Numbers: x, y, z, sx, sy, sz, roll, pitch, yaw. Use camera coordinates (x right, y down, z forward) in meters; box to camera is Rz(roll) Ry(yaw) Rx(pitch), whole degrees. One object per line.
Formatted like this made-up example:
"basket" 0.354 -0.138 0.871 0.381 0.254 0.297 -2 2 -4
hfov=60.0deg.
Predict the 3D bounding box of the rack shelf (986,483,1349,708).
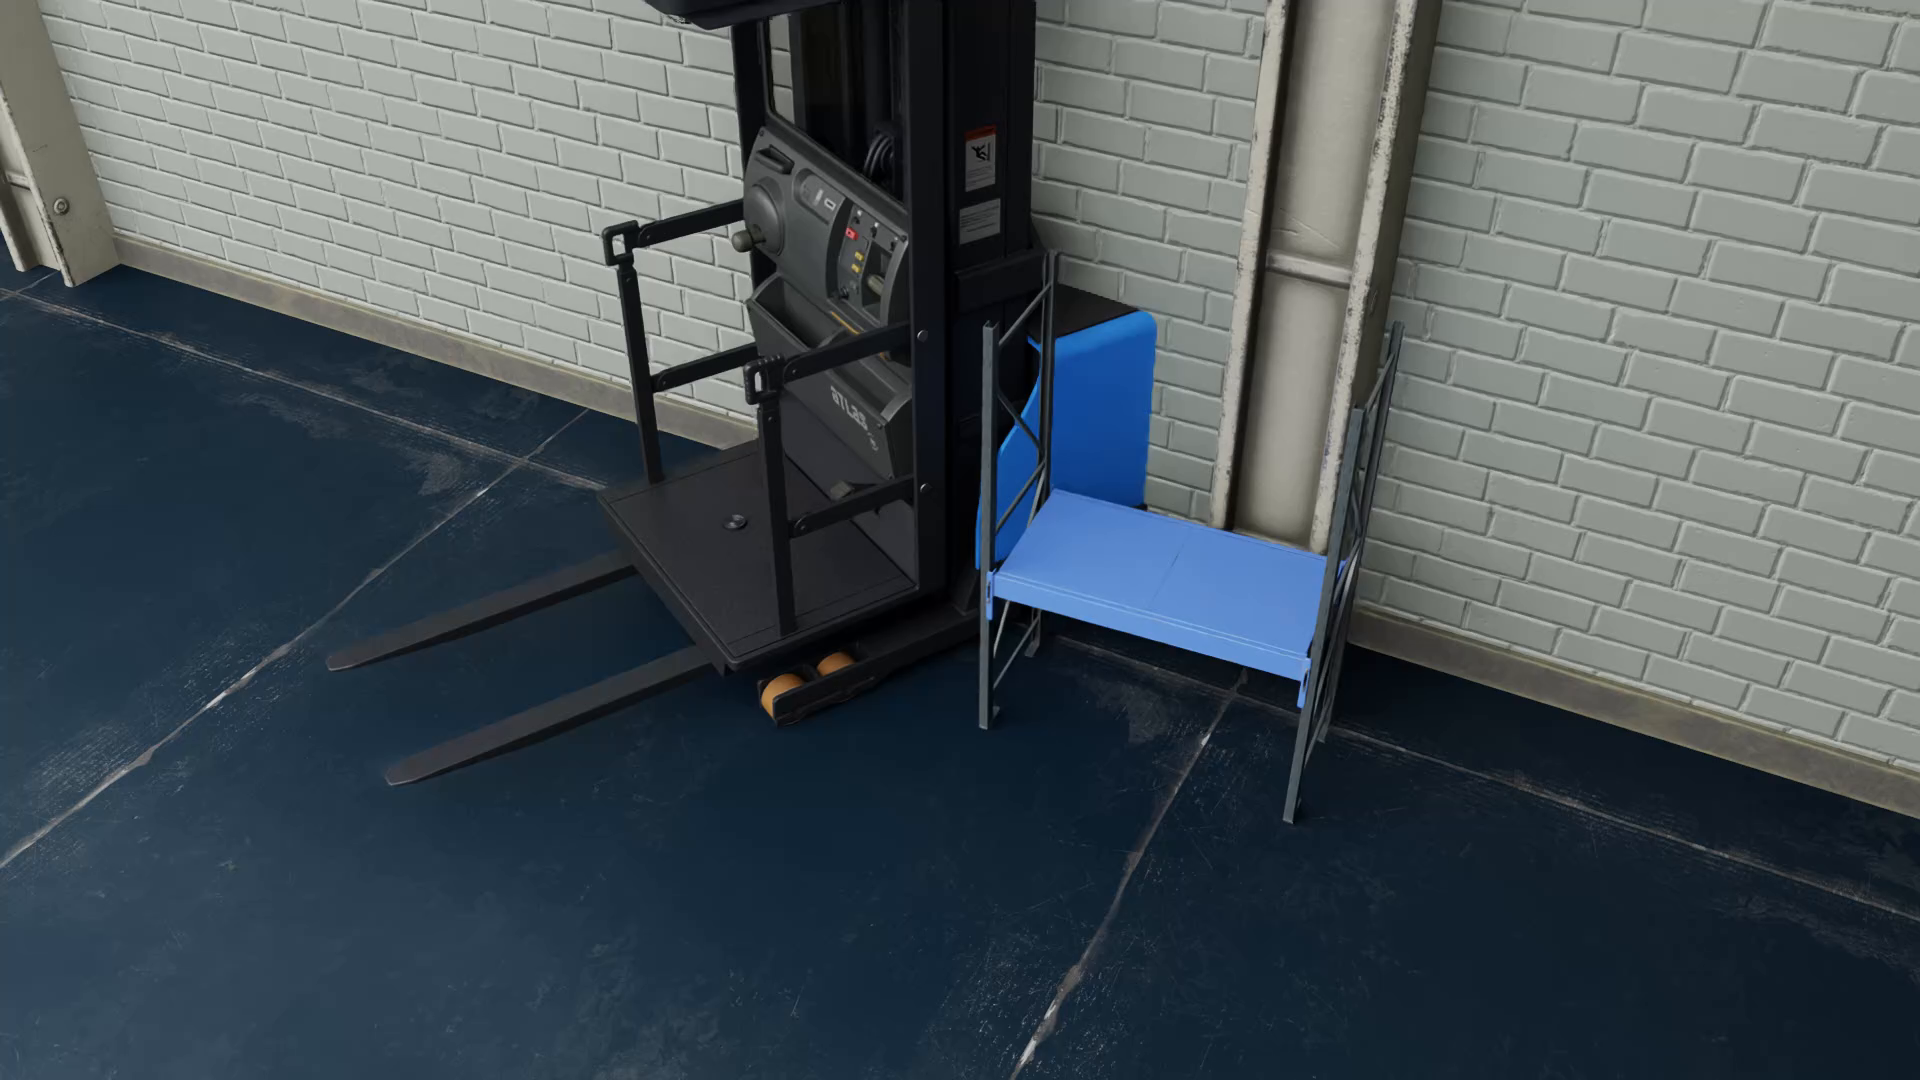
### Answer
"rack shelf" 0.642 0.150 5.109 1.000 0.185 0.538 15 40 19

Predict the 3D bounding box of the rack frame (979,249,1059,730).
"rack frame" 0.177 -0.117 5.164 0.032 1.500 0.500 15 40 19

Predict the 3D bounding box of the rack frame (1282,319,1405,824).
"rack frame" 1.107 0.131 4.836 0.032 1.500 0.500 15 40 19

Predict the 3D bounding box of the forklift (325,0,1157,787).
"forklift" -0.598 -0.929 5.049 3.031 2.935 1.130 -21 42 -26

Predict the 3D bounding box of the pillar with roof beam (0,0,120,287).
"pillar with roof beam" -6.252 -2.596 2.228 0.400 9.000 9.100 17 41 21

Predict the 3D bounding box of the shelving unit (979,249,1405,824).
"shelving unit" 0.642 0.007 5.000 1.048 1.500 0.538 15 40 19
